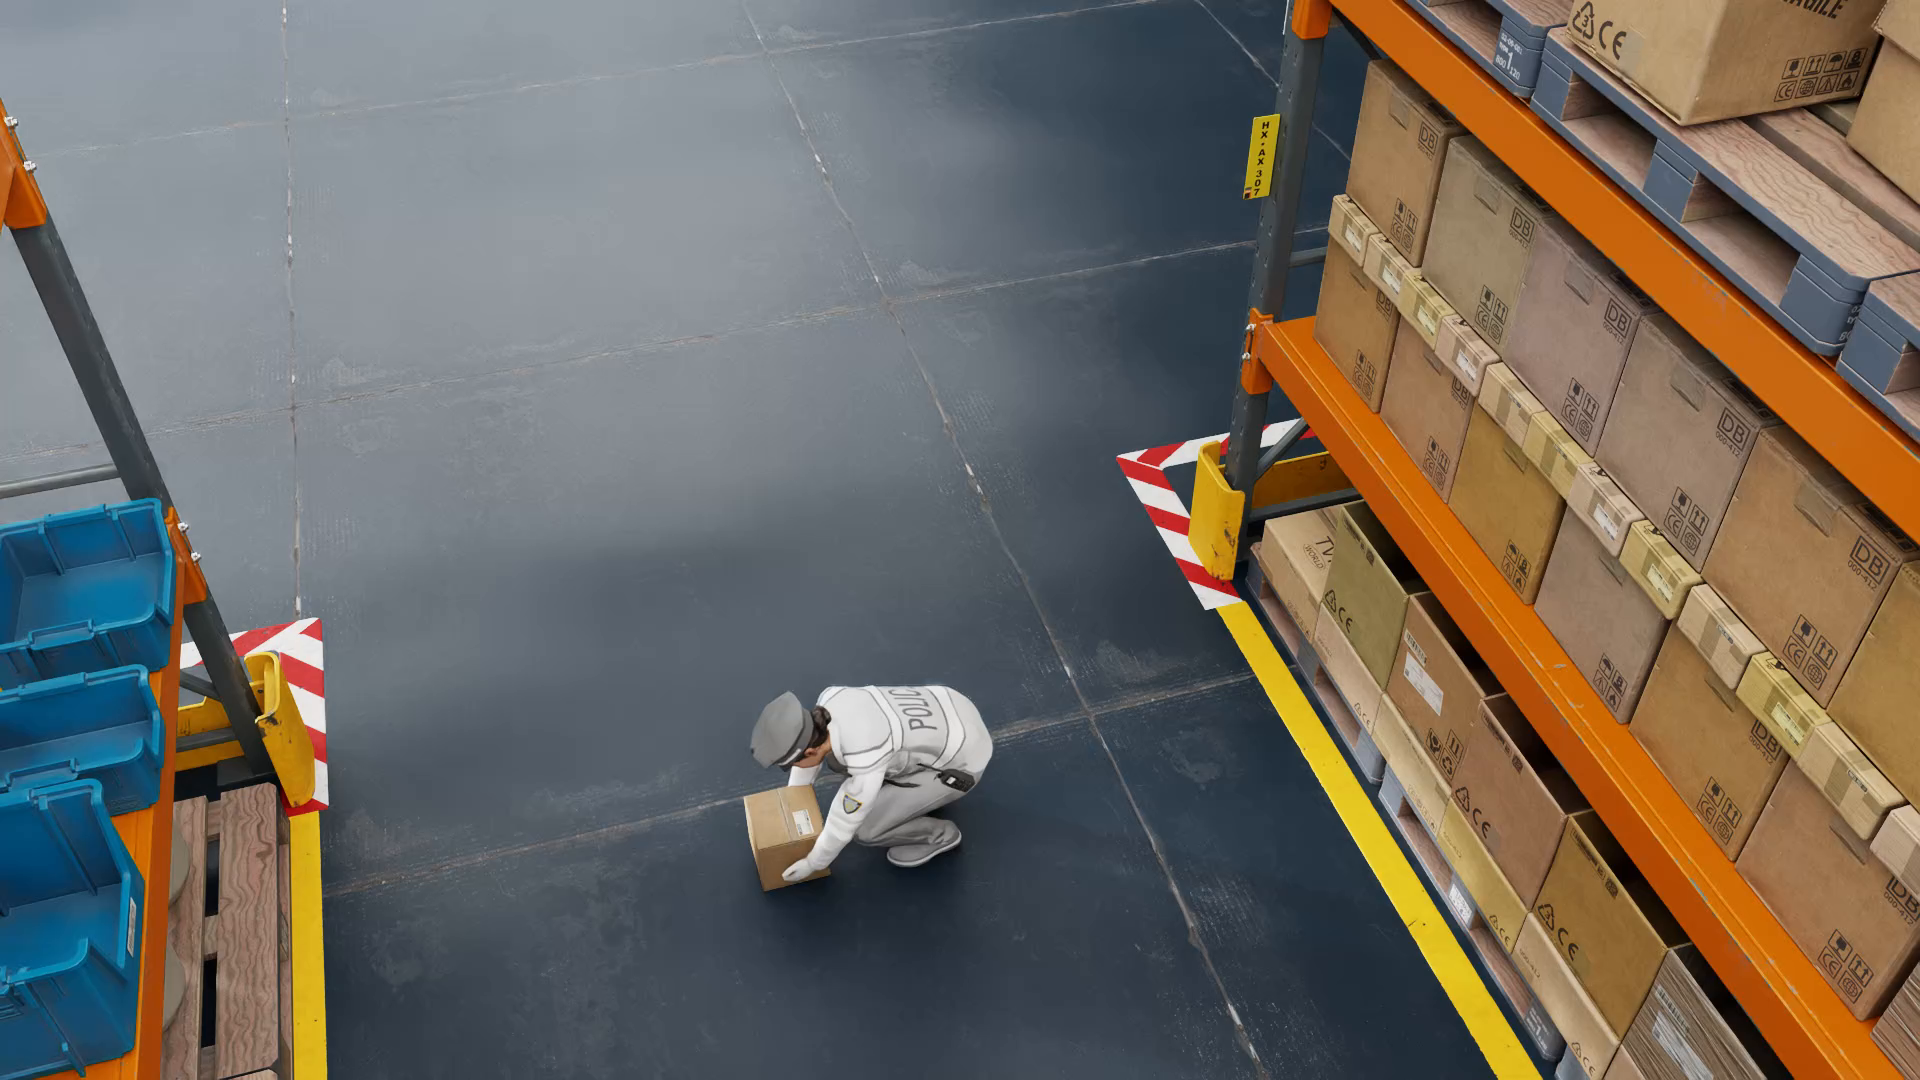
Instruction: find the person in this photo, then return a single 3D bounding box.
[{"bbox_3d":[-0.310,0.791,5.896,0.858,0.866,0.484,-12,44,-13],"label":"person"}]
